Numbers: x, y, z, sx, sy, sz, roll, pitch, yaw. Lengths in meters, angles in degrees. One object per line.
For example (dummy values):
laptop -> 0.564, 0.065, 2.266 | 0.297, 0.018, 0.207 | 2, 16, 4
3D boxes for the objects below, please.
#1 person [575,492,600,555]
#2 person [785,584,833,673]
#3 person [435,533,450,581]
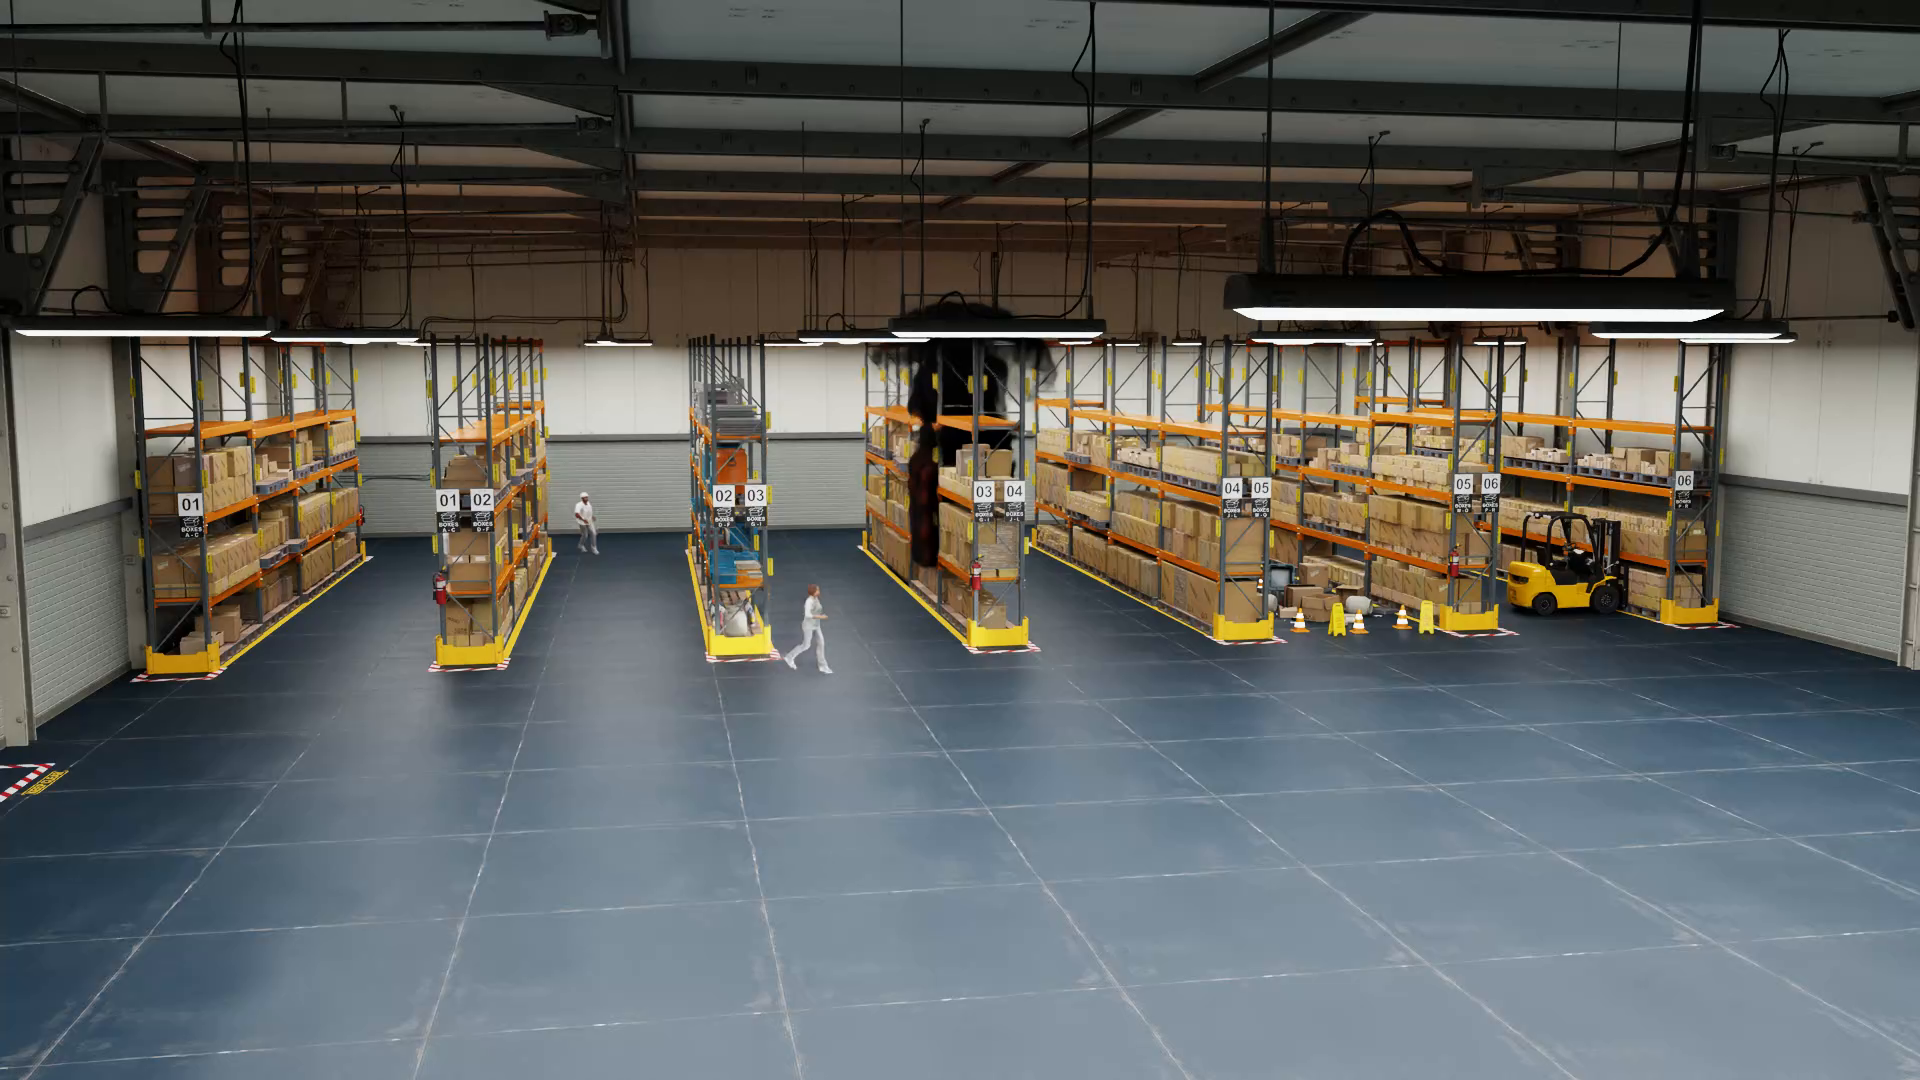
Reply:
person -> -10.519, -0.468, 46.614 | 0.898, 1.758, 0.773 | 5, 8, 38
person -> -2.677, 1.566, 29.398 | 0.894, 1.579, 0.512 | 2, 7, 19
person -> -12.279, 0.307, 39.914 | 0.648, 1.724, 0.616 | -1, 7, -12
